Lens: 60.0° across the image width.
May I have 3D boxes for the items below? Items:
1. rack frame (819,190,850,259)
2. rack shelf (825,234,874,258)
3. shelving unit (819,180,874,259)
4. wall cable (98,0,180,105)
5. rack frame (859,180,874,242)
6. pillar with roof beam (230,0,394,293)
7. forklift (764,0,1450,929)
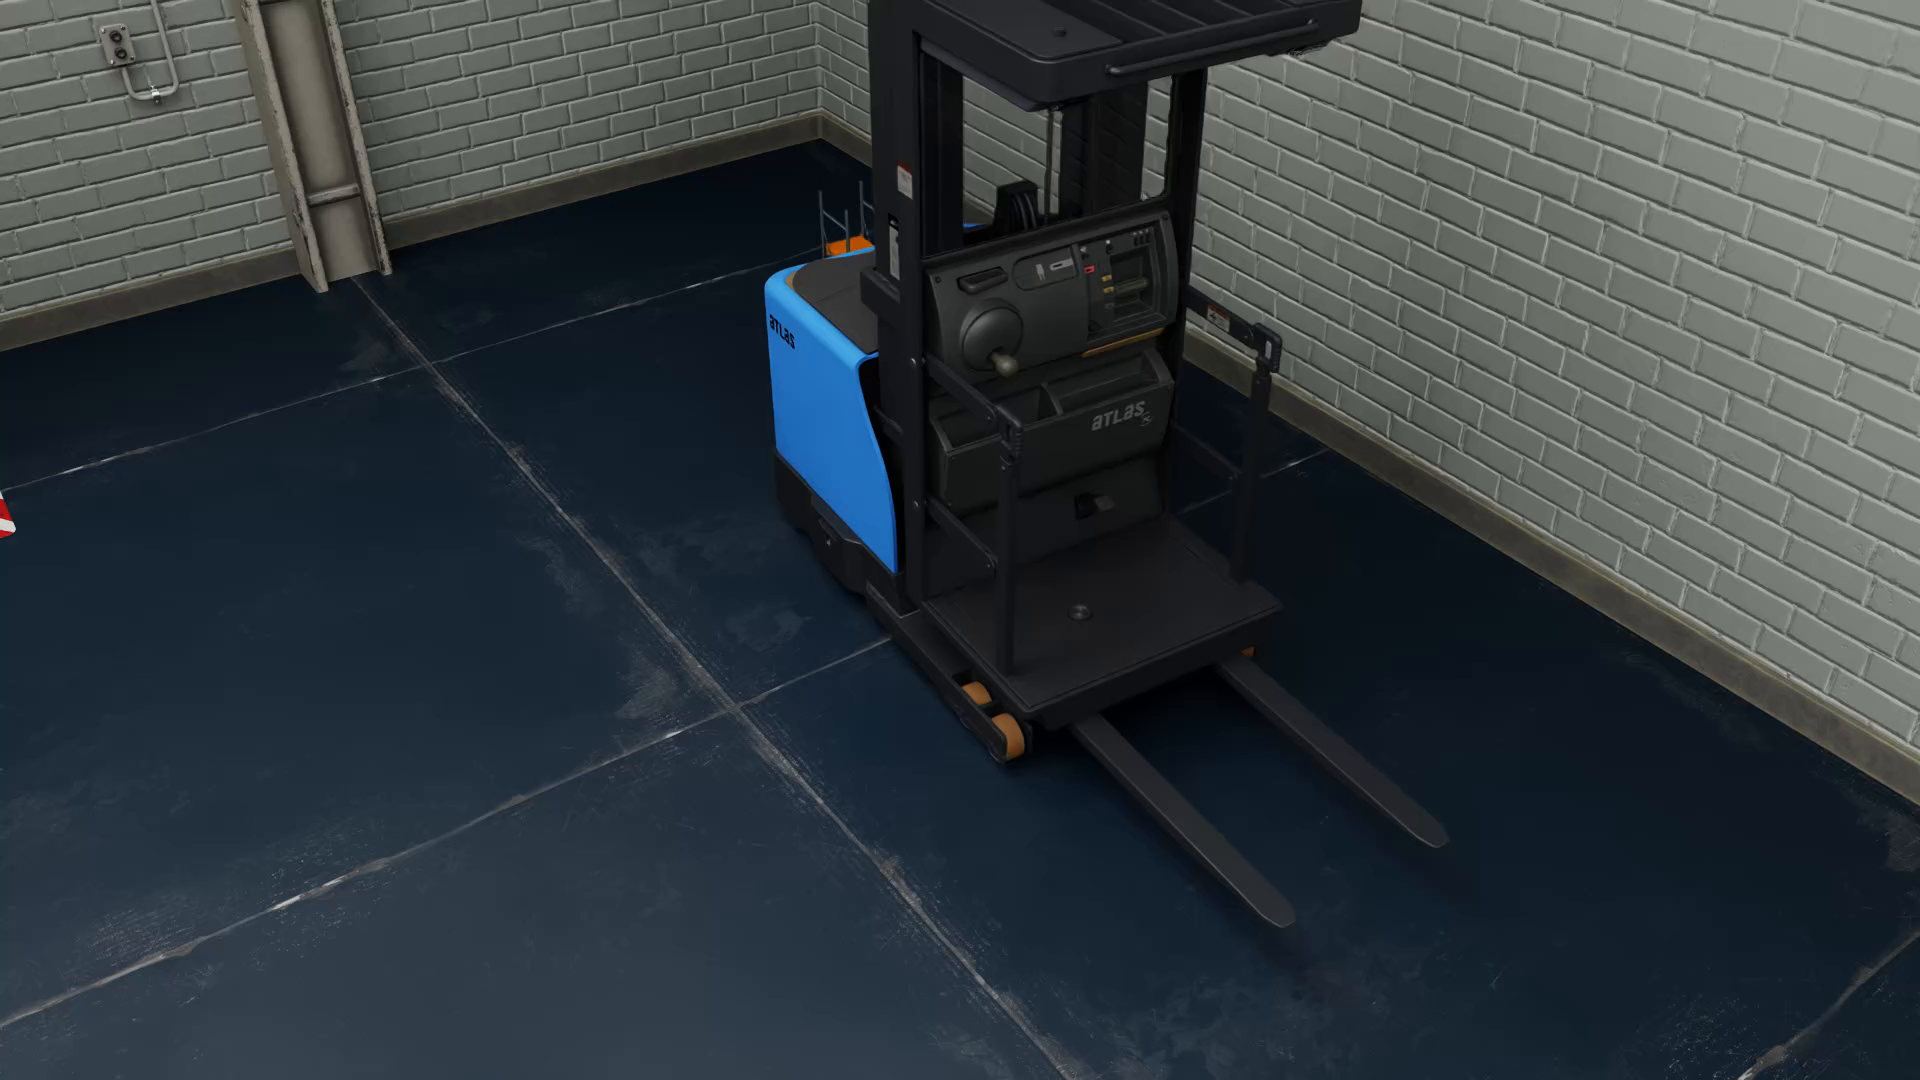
[{"bbox_3d":[-0.497,-0.848,6.900,0.006,1.200,0.240,-19,40,-25],"label":"rack frame"},{"bbox_3d":[-0.420,-1.133,6.756,0.180,0.103,0.258,-19,40,-25],"label":"rack shelf"},{"bbox_3d":[-0.418,-0.876,6.939,0.189,1.200,0.258,-19,40,-25],"label":"shelving unit"},{"bbox_3d":[-4.416,-2.595,6.919,1.851,1.984,0.084,-22,41,-28],"label":"wall cable"},{"bbox_3d":[-0.340,-0.904,6.977,0.006,1.200,0.240,-19,40,-25],"label":"rack frame"},{"bbox_3d":[-0.730,-3.002,3.217,0.400,9.000,9.100,-22,41,-28],"label":"pillar with roof beam"},{"bbox_3d":[0.432,-0.742,5.272,1.130,2.935,3.031,-19,40,-25],"label":"forklift"}]
